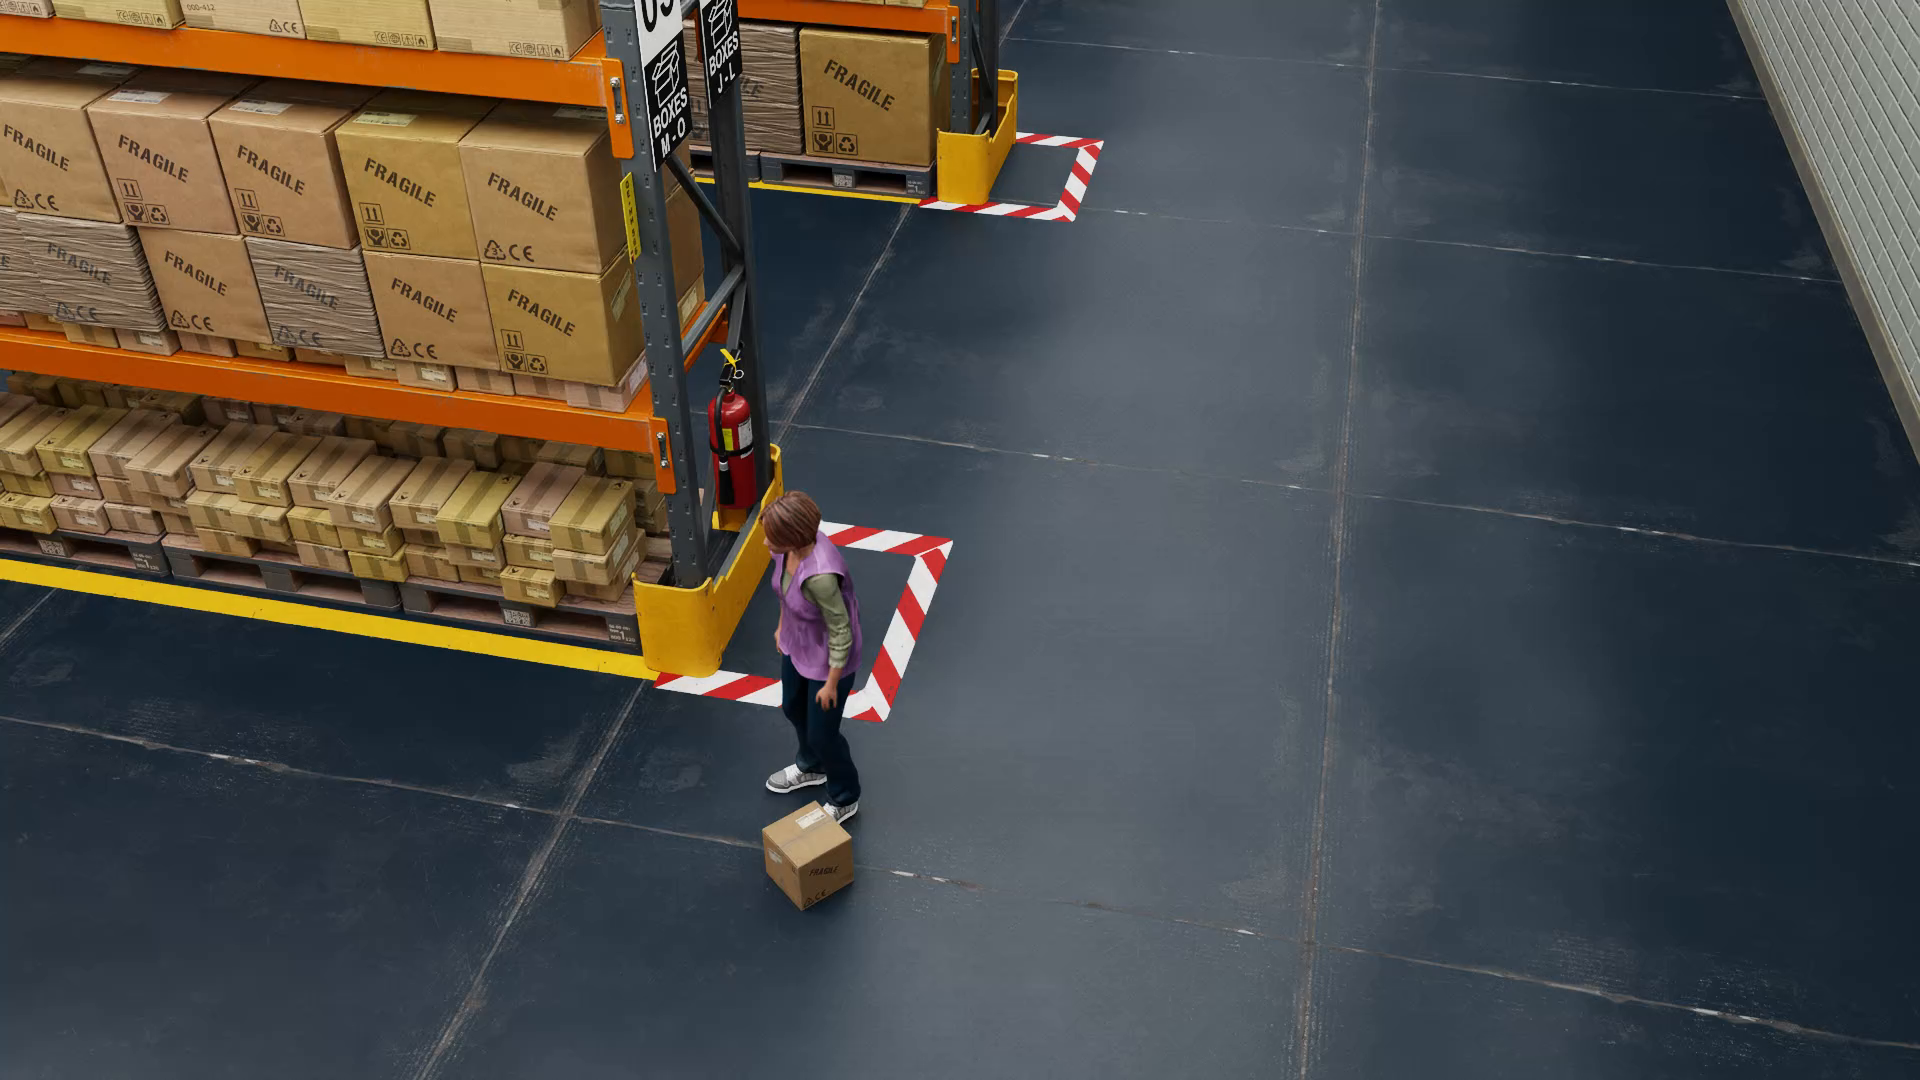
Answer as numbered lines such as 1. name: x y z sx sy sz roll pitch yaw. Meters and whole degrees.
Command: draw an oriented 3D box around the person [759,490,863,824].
1. person: -0.560 0.454 6.371 0.344 1.592 0.460 -20 41 -24
